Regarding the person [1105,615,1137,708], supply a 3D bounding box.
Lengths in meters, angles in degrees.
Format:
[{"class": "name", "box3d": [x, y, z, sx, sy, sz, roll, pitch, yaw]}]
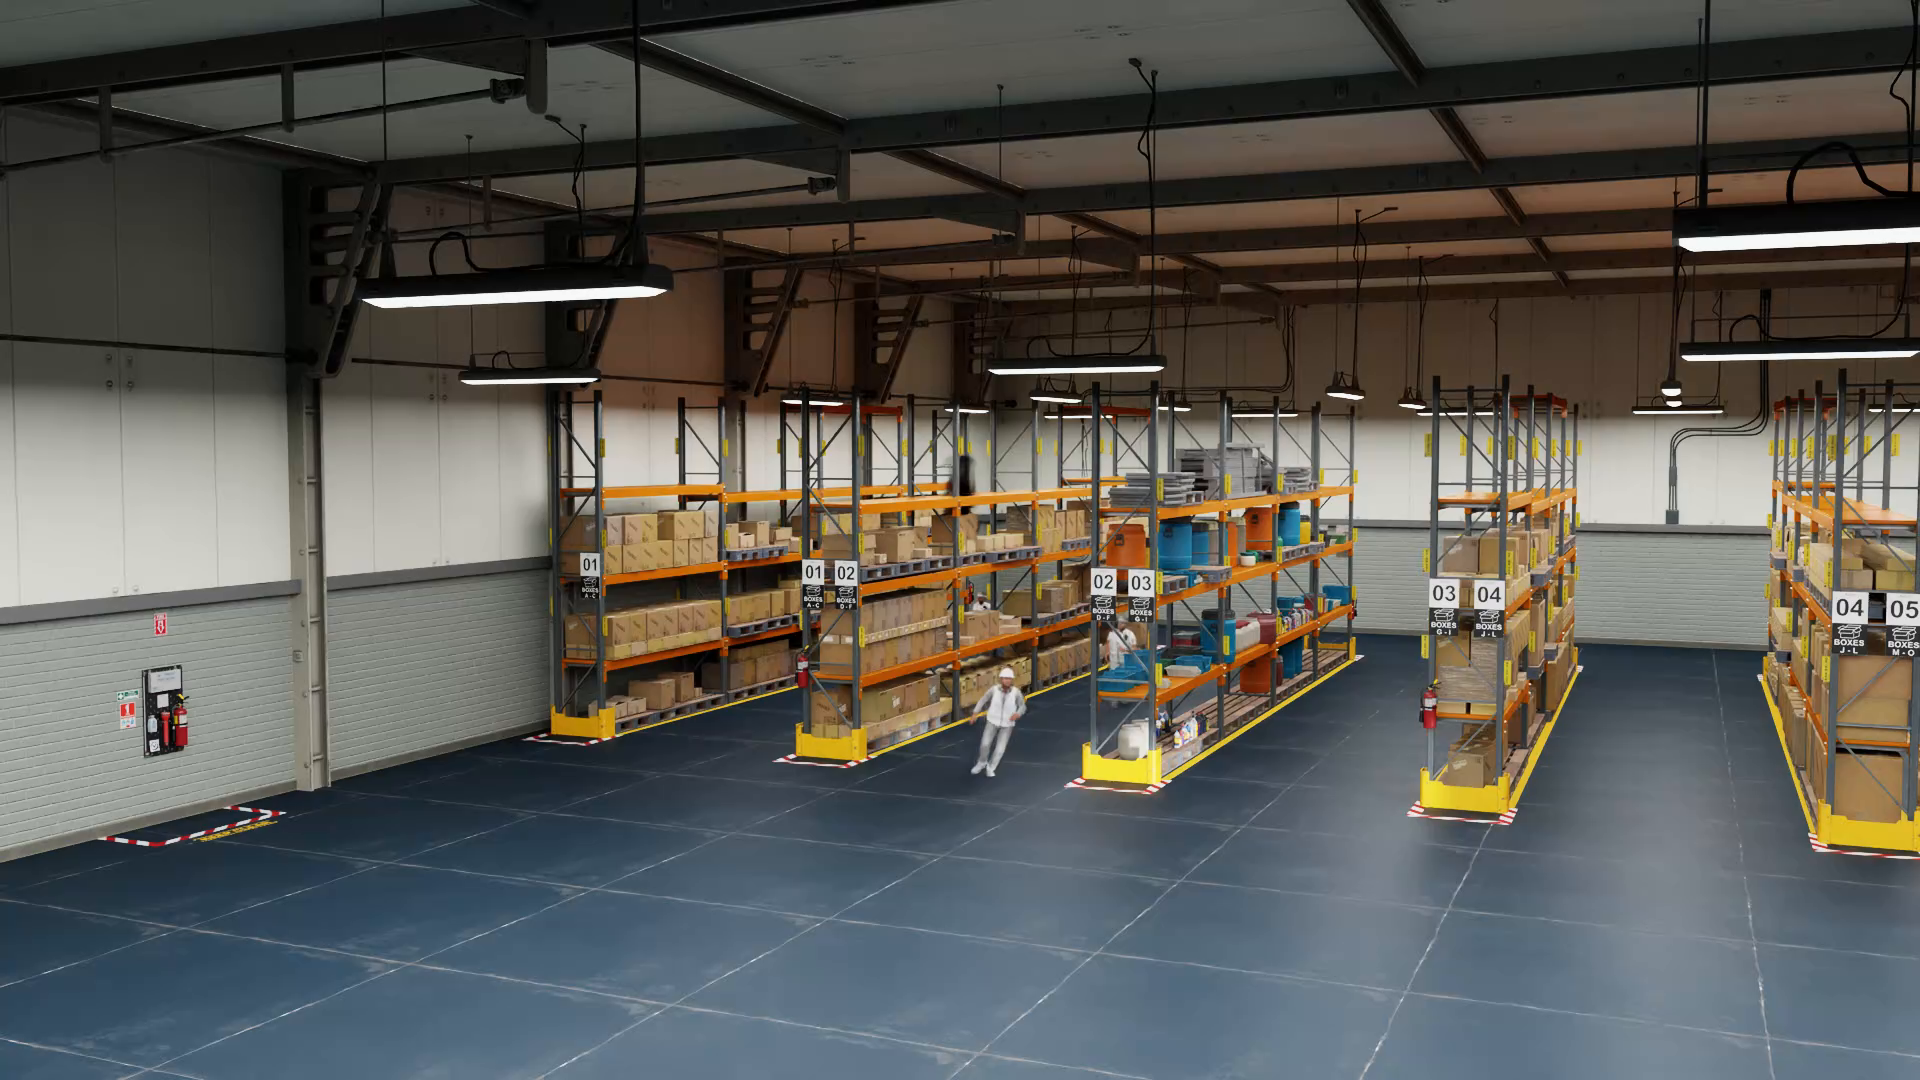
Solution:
[{"class": "person", "box3d": [3.091, 2.354, 32.089, 0.629, 1.821, 0.716, 1, 3, 14]}]

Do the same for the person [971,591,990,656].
[{"class": "person", "box3d": [0.519, 2.044, 38.276, 0.533, 1.750, 0.848, 2, 4, 30]}]

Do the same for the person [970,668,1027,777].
[{"class": "person", "box3d": [0.591, 2.780, 25.236, 0.851, 1.672, 0.613, 0, 3, -3]}]
